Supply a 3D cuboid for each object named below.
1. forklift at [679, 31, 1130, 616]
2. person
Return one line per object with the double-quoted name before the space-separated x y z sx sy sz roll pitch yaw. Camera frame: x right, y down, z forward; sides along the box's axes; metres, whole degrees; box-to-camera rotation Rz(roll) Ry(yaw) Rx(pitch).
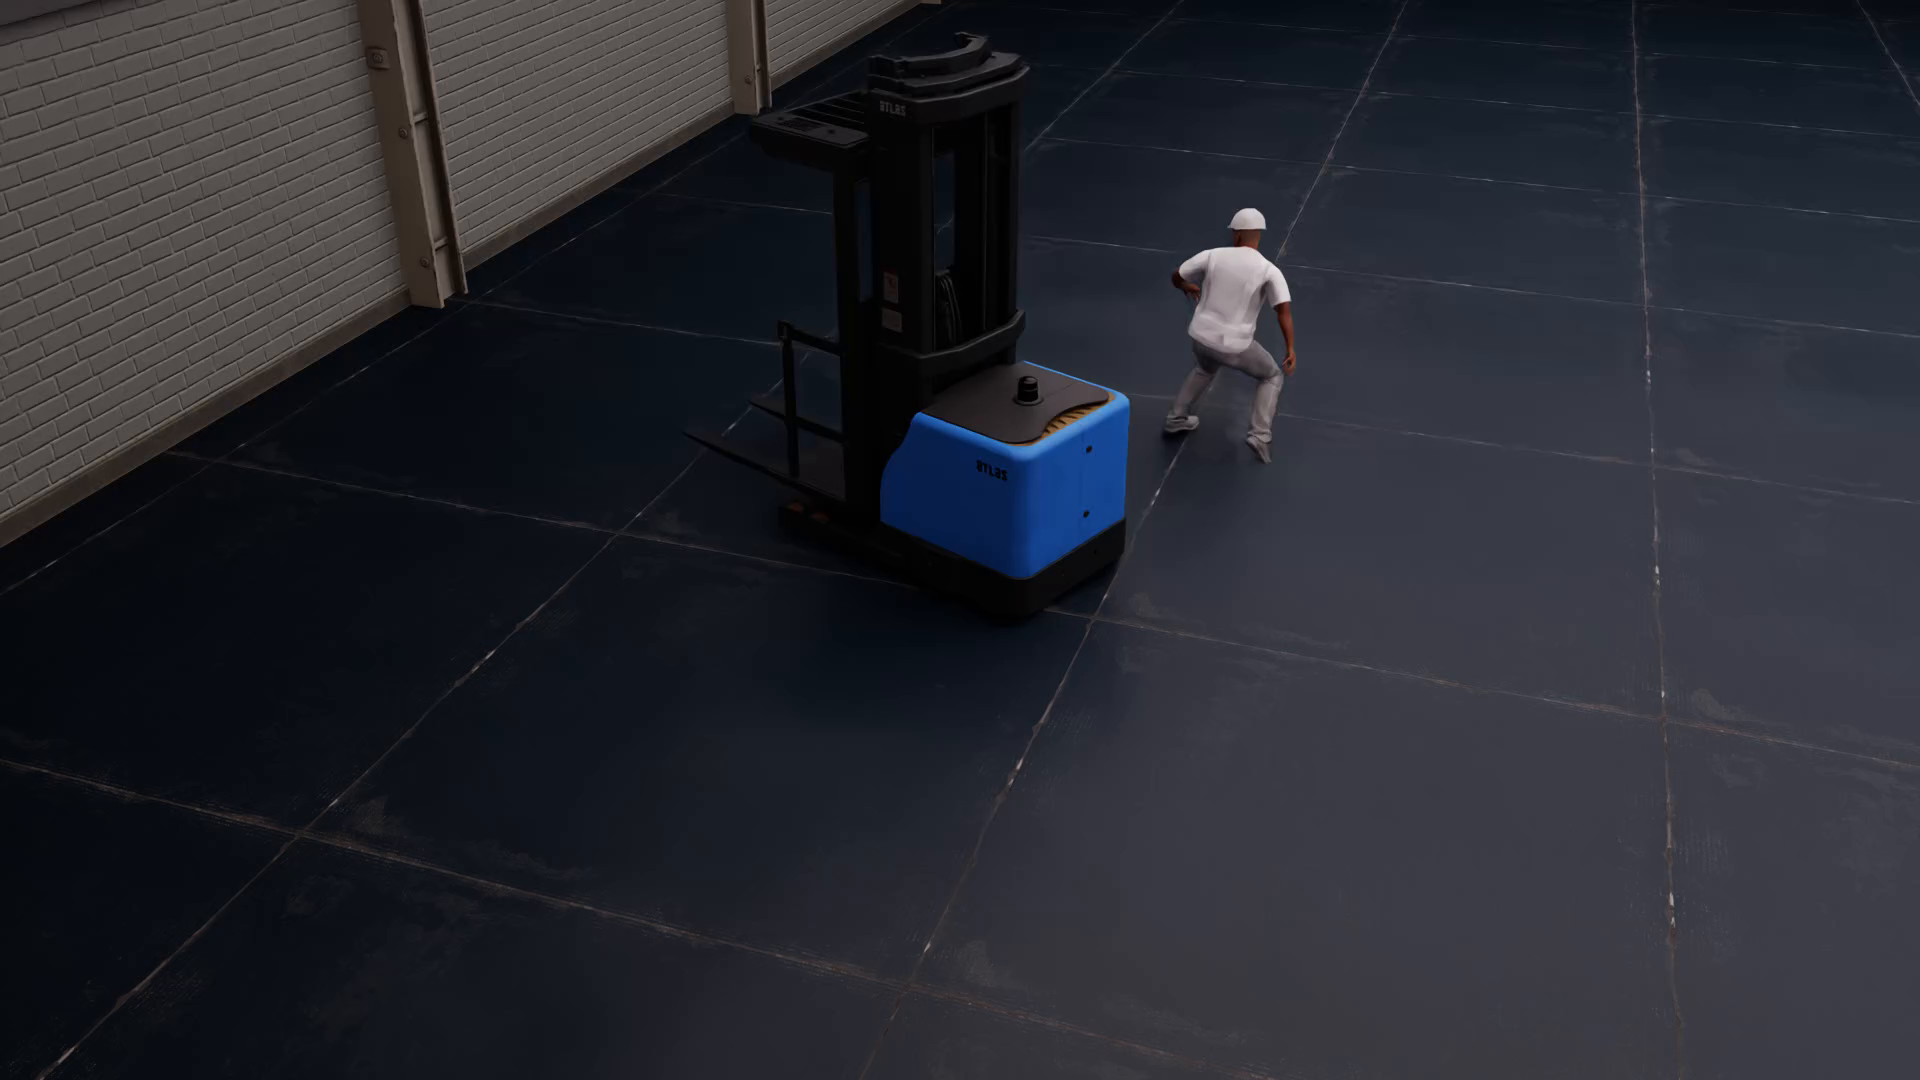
"forklift" -0.478 -1.449 9.678 3.031 2.935 1.130 23 37 34
"person" 1.815 -1.303 10.865 1.074 1.683 0.537 23 37 34
